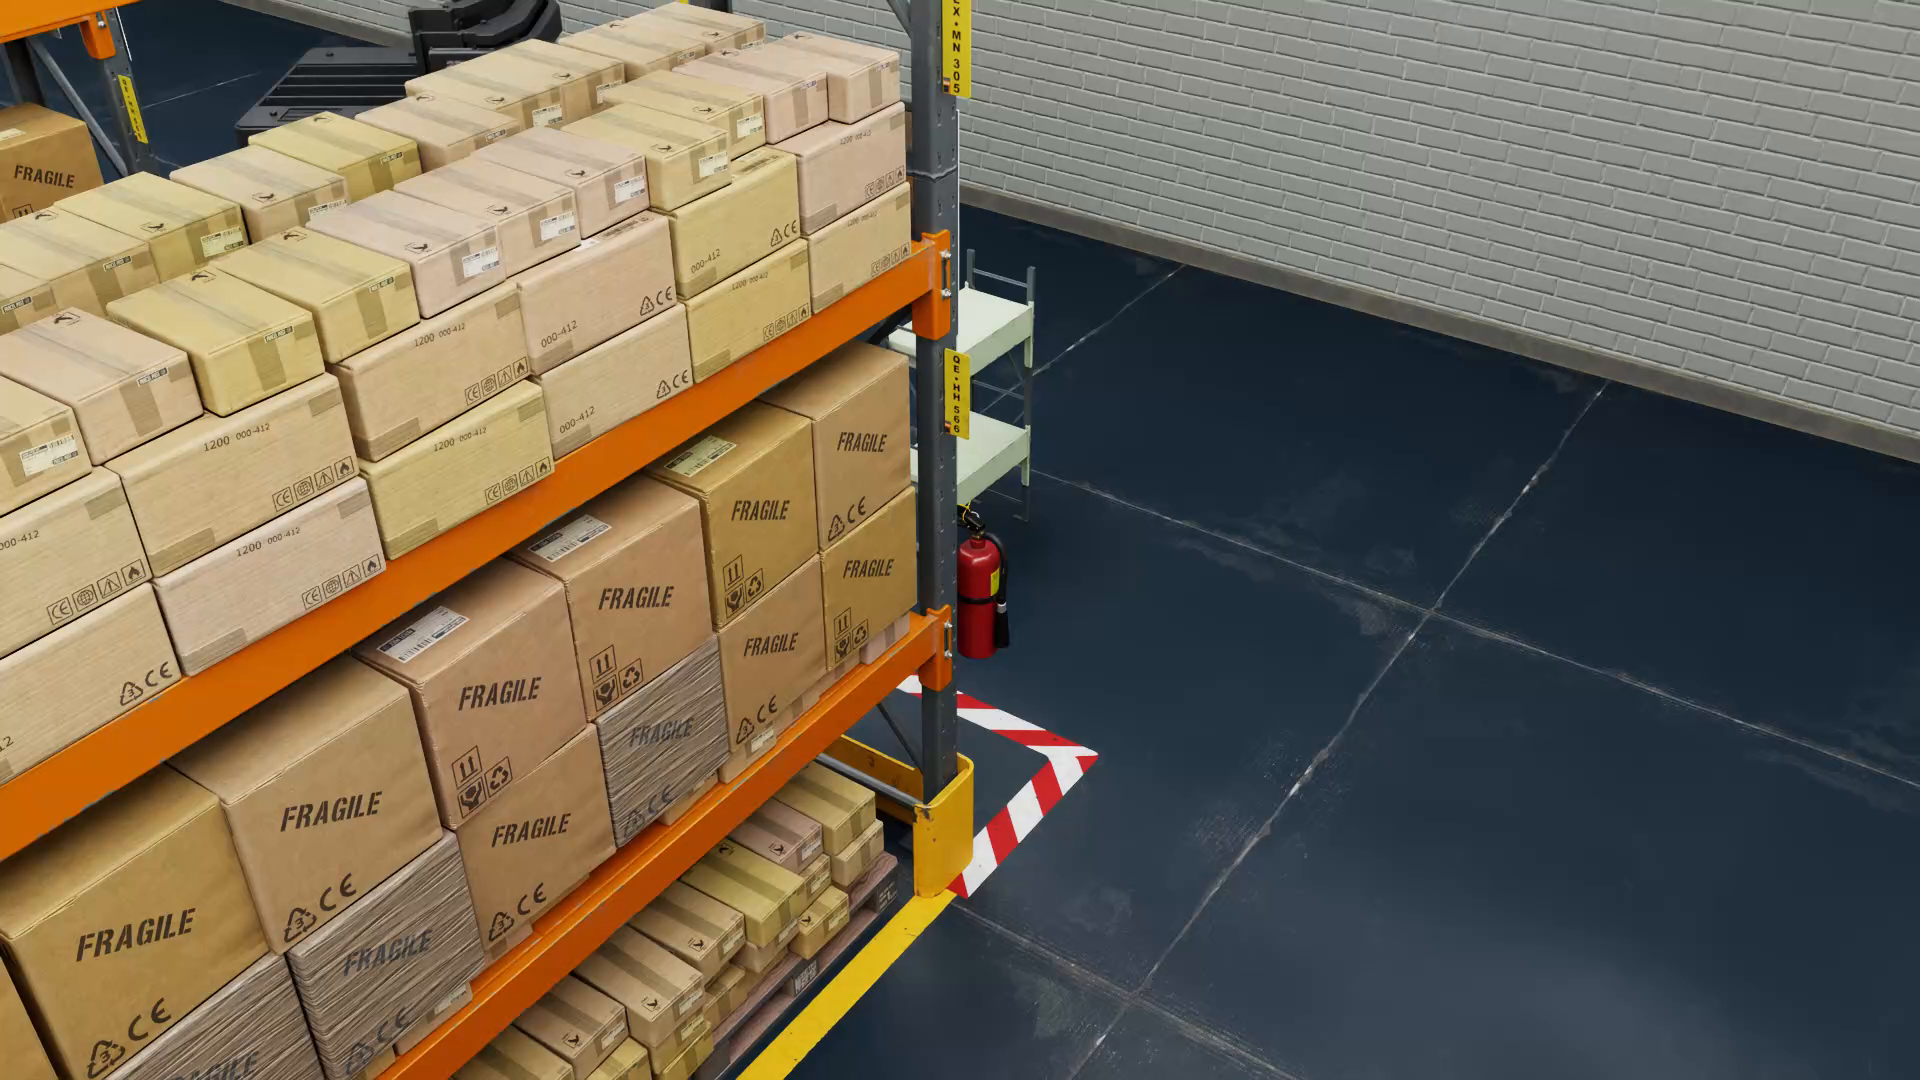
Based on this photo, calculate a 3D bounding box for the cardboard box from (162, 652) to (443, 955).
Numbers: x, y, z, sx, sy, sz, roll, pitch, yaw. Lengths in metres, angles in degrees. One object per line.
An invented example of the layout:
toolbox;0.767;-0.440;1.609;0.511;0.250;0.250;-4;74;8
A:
cardboard box;-1.682;0.596;4.119;0.500;0.500;0.500;22;40;29

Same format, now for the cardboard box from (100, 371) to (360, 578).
cardboard box;-1.677;-0.217;3.579;0.500;0.250;0.500;22;40;29

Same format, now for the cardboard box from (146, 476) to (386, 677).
cardboard box;-1.663;-0.006;3.713;0.500;0.250;0.500;23;40;30

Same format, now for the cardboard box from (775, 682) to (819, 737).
cardboard box;-0.711;0.496;5.738;0.380;0.149;0.250;21;39;28

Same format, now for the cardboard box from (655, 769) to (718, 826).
cardboard box;-1.012;0.733;5.388;0.380;0.149;0.250;19;39;26

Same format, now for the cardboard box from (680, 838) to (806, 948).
cardboard box;-0.782;1.272;6.007;0.380;0.149;0.250;20;39;27

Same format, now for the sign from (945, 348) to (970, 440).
sign;-0.010;-0.495;5.664;0.100;0.325;0.005;21;39;28

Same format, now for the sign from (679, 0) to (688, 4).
sign;-0.900;-1.848;5.523;0.100;0.325;0.005;21;39;28

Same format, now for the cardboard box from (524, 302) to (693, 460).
cardboard box;-1.075;-0.496;4.438;0.500;0.250;0.500;23;40;30

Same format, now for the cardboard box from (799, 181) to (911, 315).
cardboard box;-0.496;-0.957;5.120;0.500;0.250;0.500;20;39;27

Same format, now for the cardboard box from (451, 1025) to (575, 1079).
cardboard box;-1.456;1.727;5.333;0.380;0.149;0.250;21;40;28

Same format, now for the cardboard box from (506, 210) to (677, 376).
cardboard box;-1.093;-0.694;4.284;0.500;0.250;0.500;22;40;29

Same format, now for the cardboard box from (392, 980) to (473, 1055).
cardboard box;-1.594;1.227;4.658;0.380;0.149;0.250;23;40;30

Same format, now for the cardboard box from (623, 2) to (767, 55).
cardboard box;-0.826;-1.547;5.189;0.380;0.149;0.250;21;39;28

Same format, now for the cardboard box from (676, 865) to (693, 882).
cardboard box;-1.233;1.221;6.347;0.380;0.149;0.250;22;40;29

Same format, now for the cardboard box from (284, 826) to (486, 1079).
cardboard box;-1.653;1.008;4.403;0.500;0.500;0.500;20;39;27

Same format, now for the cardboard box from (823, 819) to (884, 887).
cardboard box;-0.521;1.147;6.456;0.380;0.149;0.250;20;39;27

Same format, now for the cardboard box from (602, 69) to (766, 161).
cardboard box;-0.769;-1.176;4.641;0.380;0.149;0.250;20;39;27

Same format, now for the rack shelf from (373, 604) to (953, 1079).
rack shelf;-1.595;1.148;5.193;1.077;0.370;4.000;21;39;28

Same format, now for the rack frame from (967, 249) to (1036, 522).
rack frame;0.205;-0.787;8.750;0.400;1.500;0.023;21;39;28

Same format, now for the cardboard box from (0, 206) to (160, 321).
cardboard box;-2.065;-0.617;3.815;0.380;0.149;0.250;21;39;28

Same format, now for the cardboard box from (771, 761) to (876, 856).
cardboard box;-0.548;1.015;6.387;0.380;0.149;0.250;22;40;29

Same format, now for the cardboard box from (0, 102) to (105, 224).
cardboard box;-4.533;-1.765;8.057;0.500;0.500;0.500;22;40;29

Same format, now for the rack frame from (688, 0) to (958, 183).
rack frame;-0.454;-2.556;4.672;1.000;3.000;0.127;21;39;28

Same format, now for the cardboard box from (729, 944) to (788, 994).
cardboard box;-0.868;1.490;6.215;0.380;0.149;0.250;21;39;28

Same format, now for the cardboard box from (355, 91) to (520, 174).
cardboard box;-1.400;-1.070;4.484;0.380;0.149;0.250;22;40;29

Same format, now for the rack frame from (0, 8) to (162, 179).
rack frame;-4.471;-1.701;8.764;1.000;3.000;0.127;21;39;28

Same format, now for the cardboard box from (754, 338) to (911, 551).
cardboard box;-0.511;-0.359;5.532;0.500;0.500;0.500;20;39;27

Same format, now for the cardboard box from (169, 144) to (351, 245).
cardboard box;-1.736;-0.842;4.146;0.380;0.149;0.250;23;40;30

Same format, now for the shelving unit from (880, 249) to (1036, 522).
shelving unit;-0.004;-0.618;8.501;0.431;1.500;0.755;21;39;28

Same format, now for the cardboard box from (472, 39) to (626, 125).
cardboard box;-1.201;-1.334;4.874;0.380;0.149;0.250;21;39;28

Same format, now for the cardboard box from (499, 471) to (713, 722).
cardboard box;-1.089;0.116;4.829;0.500;0.500;0.500;23;41;30

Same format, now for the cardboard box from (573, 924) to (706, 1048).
cardboard box;-1.089;1.512;5.651;0.380;0.149;0.250;23;40;30

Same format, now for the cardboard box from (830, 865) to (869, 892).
cardboard box;-0.583;1.245;6.577;0.380;0.149;0.250;22;40;29

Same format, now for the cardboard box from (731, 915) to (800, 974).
cardboard box;-0.816;1.387;6.101;0.380;0.149;0.250;20;39;26

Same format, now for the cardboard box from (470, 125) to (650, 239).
cardboard box;-1.025;-0.922;4.266;0.380;0.149;0.250;20;39;27

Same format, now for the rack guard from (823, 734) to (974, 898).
rack guard;-0.498;1.000;7.001;1.175;0.500;0.348;21;39;28

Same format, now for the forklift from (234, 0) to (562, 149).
forklift;-2.647;-1.205;8.091;3.031;2.935;1.130;0;34;-1

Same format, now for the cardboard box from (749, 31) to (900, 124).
cardboard box;-0.402;-1.376;4.937;0.380;0.149;0.250;21;39;28

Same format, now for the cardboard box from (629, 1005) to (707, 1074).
cardboard box;-1.100;1.629;5.743;0.380;0.149;0.250;22;40;29

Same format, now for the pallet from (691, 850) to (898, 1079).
pallet;-0.990;1.482;6.546;1.003;0.211;1.213;21;39;28

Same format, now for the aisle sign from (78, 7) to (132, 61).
aisle sign;-4.184;-2.716;7.943;0.394;0.787;0.004;21;39;28

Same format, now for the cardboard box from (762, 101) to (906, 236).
cardboard box;-0.508;-1.165;4.980;0.500;0.250;0.500;20;39;27

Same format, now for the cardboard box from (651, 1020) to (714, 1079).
cardboard box;-1.092;1.745;5.837;0.380;0.149;0.250;19;39;26

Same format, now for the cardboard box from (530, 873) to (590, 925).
cardboard box;-1.353;0.966;5.044;0.380;0.149;0.250;22;40;29

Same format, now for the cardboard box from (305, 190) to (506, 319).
cardboard box;-1.298;-0.675;3.900;0.380;0.149;0.250;20;39;27

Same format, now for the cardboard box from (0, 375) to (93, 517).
cardboard box;-1.905;-0.192;3.186;0.380;0.149;0.250;20;39;27

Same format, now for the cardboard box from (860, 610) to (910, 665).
cardboard box;-0.408;0.274;6.067;0.380;0.149;0.250;21;39;28

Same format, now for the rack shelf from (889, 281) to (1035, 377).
rack shelf;-0.004;-0.941;8.282;0.431;0.370;0.720;21;39;28

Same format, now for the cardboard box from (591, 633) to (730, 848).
cardboard box;-1.078;0.526;5.116;0.500;0.500;0.500;21;40;28

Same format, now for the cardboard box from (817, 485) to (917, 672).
cardboard box;-0.499;0.054;5.814;0.500;0.500;0.500;22;40;29

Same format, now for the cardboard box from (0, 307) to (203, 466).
cardboard box;-1.775;-0.318;3.372;0.380;0.149;0.250;20;39;27
